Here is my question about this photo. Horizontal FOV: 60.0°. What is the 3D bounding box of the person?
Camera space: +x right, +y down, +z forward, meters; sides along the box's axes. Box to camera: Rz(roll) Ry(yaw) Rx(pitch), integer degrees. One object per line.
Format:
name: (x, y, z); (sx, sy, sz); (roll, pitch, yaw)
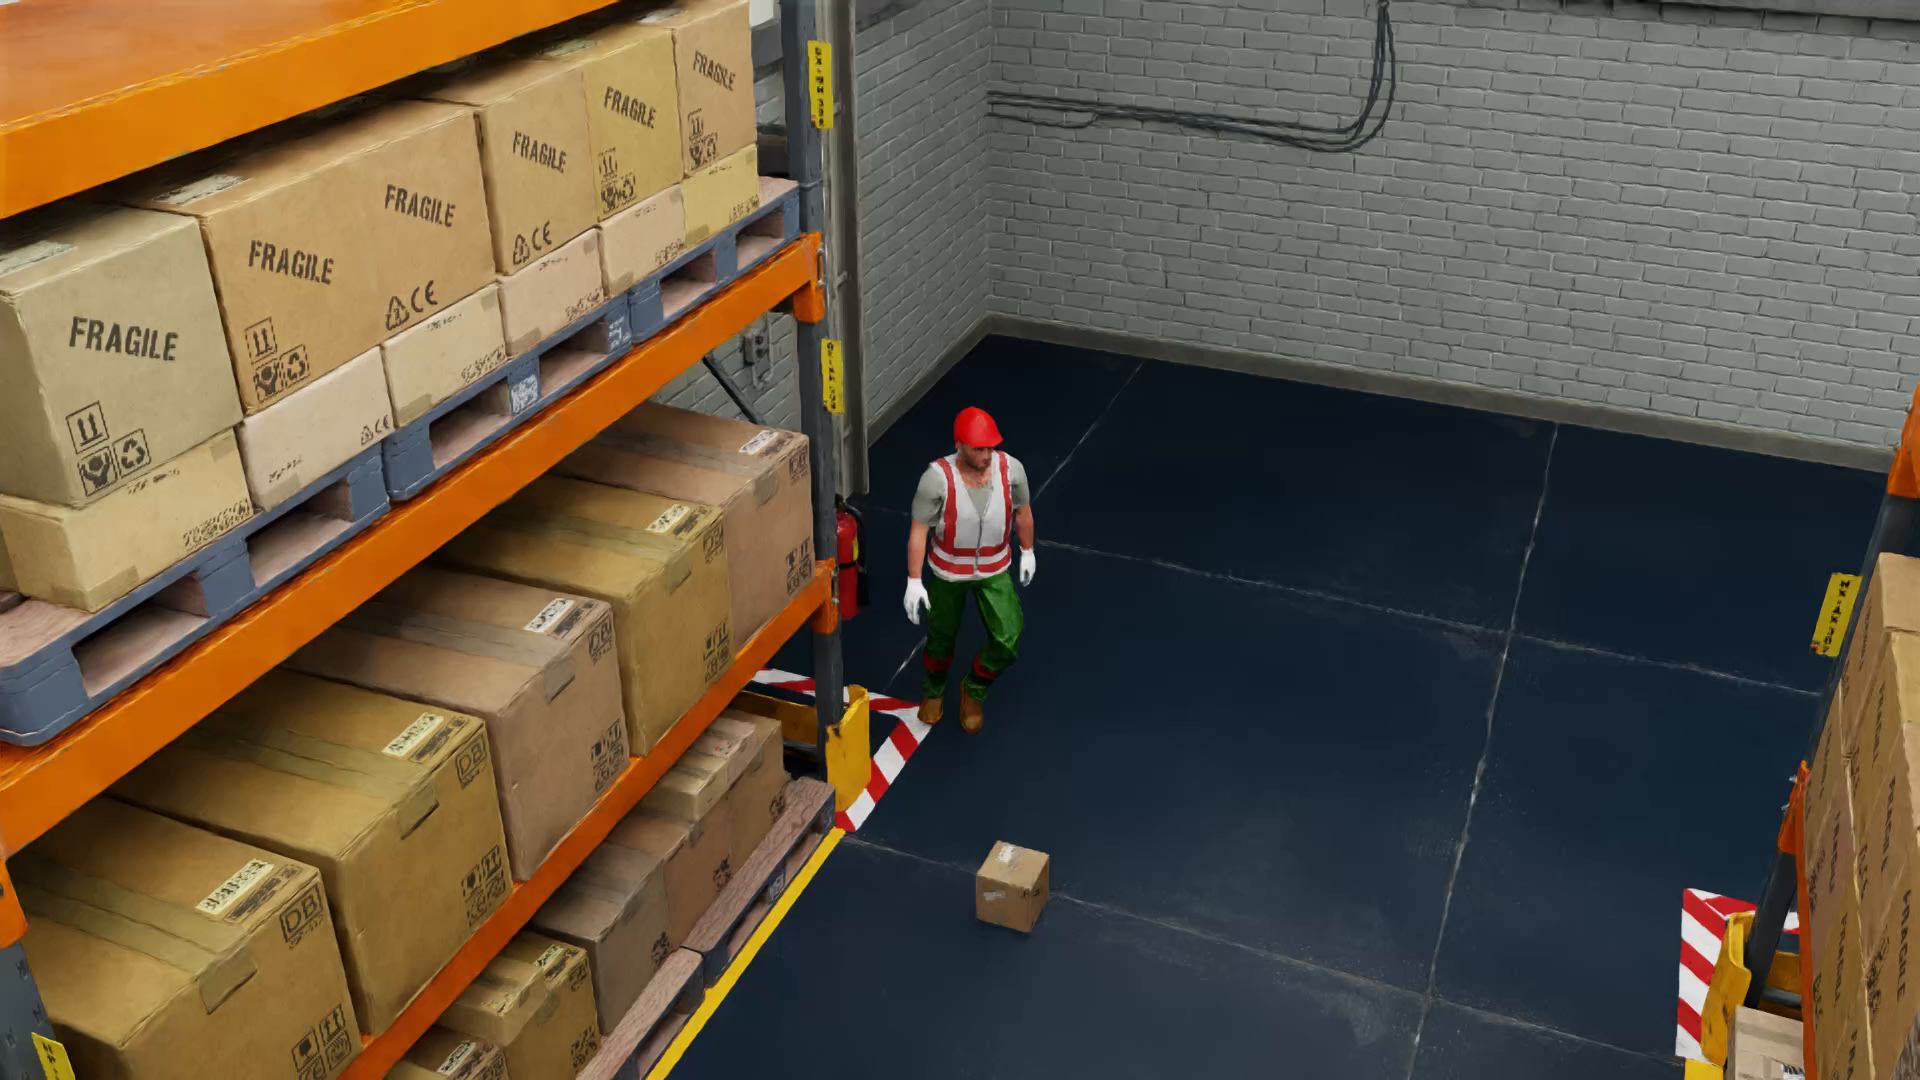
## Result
person: (0.044, 0.160, 8.081); (0.711, 1.795, 0.538); (-6, 30, -11)
